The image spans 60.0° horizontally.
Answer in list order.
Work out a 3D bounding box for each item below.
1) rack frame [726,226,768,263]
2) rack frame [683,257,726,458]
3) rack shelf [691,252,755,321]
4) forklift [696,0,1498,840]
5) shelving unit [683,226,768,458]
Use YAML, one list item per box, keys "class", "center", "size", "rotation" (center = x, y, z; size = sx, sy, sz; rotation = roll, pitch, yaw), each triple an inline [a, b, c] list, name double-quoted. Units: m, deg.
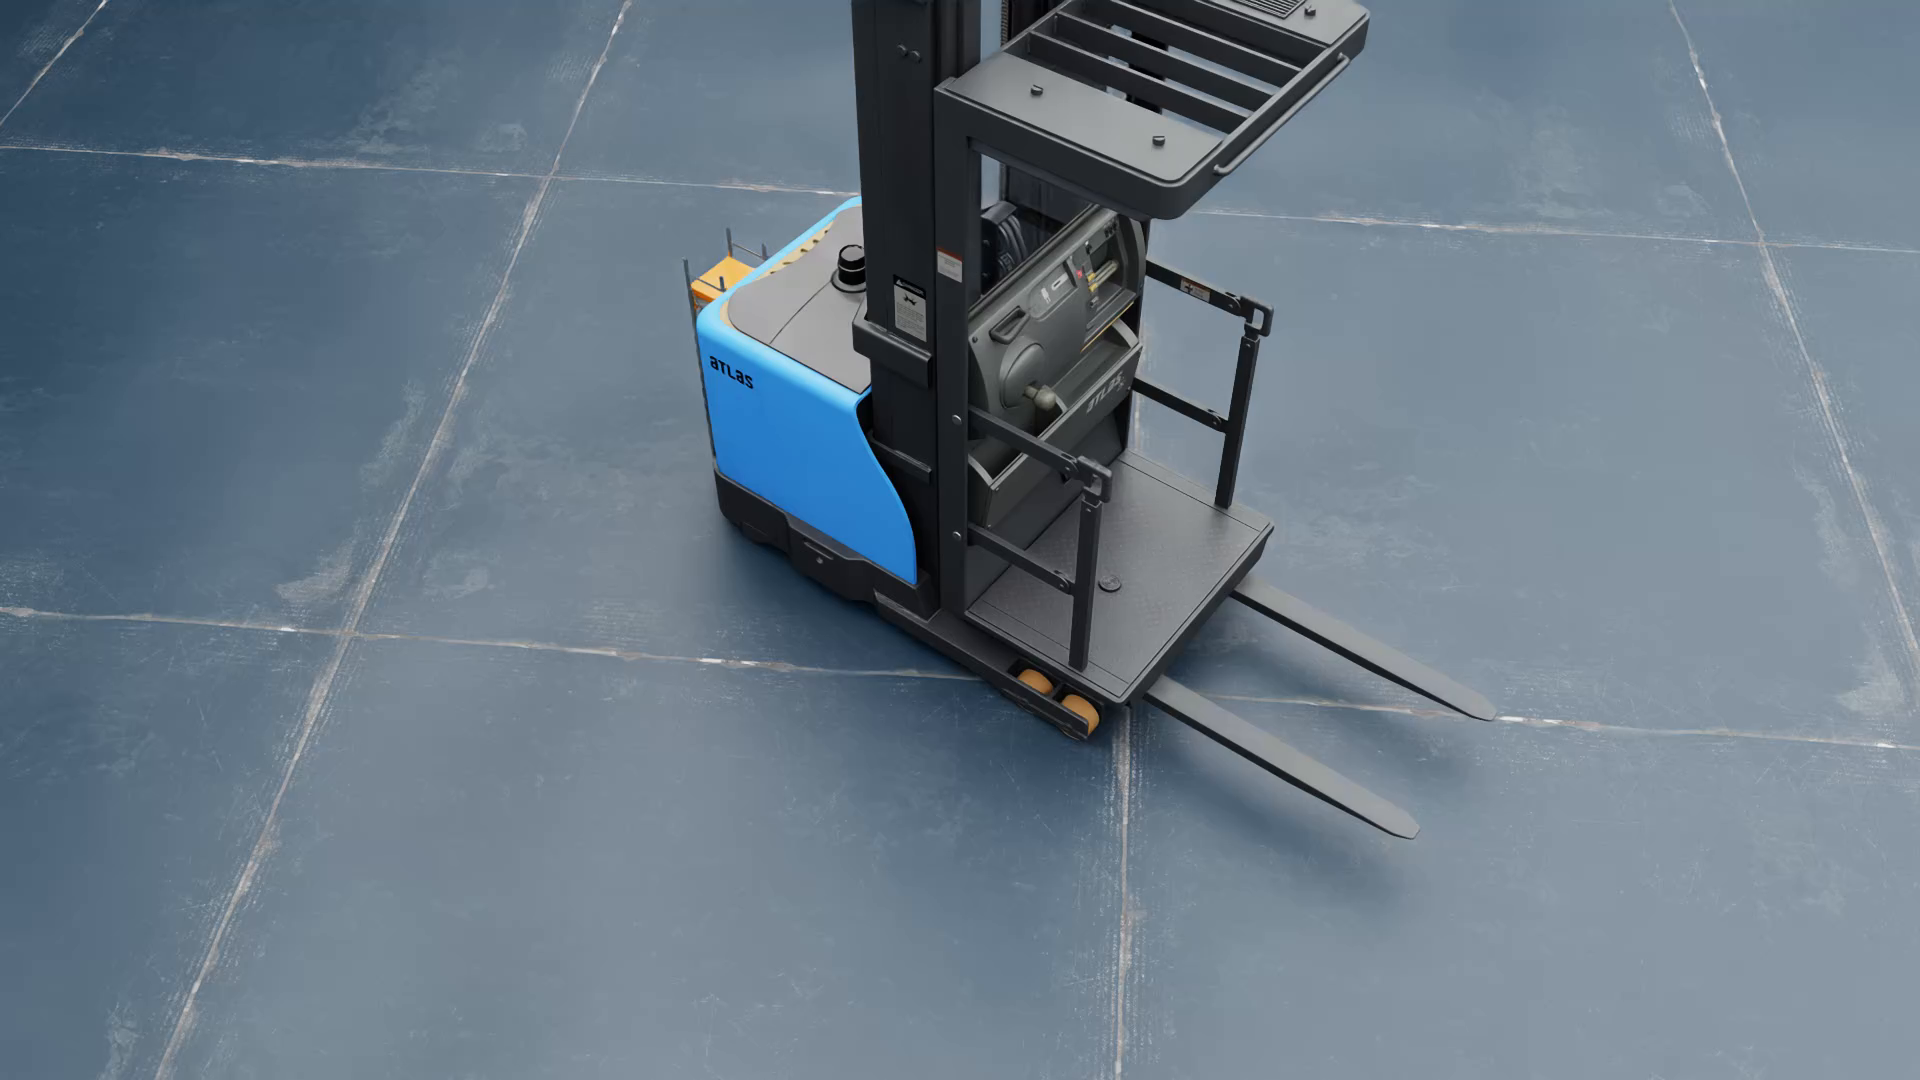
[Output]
- class: "rack frame"
  center: [-0.826, -0.815, 6.783]
  size: [0.200, 1.050, 0.008]
  rotation: [28, 53, 23]
- class: "rack frame"
  center: [-0.969, -0.670, 6.649]
  size: [0.200, 1.050, 0.008]
  rotation: [28, 53, 23]
- class: "rack shelf"
  center: [-0.897, -0.928, 6.516]
  size: [0.215, 0.259, 0.240]
  rotation: [28, 53, 23]
- class: "forklift"
  center: [0.501, -0.710, 5.414]
  size: [3.031, 2.935, 1.130]
  rotation: [29, 54, 24]
- class: "shelving unit"
  center: [-0.898, -0.743, 6.716]
  size: [0.215, 1.050, 0.252]
  rotation: [28, 53, 23]
